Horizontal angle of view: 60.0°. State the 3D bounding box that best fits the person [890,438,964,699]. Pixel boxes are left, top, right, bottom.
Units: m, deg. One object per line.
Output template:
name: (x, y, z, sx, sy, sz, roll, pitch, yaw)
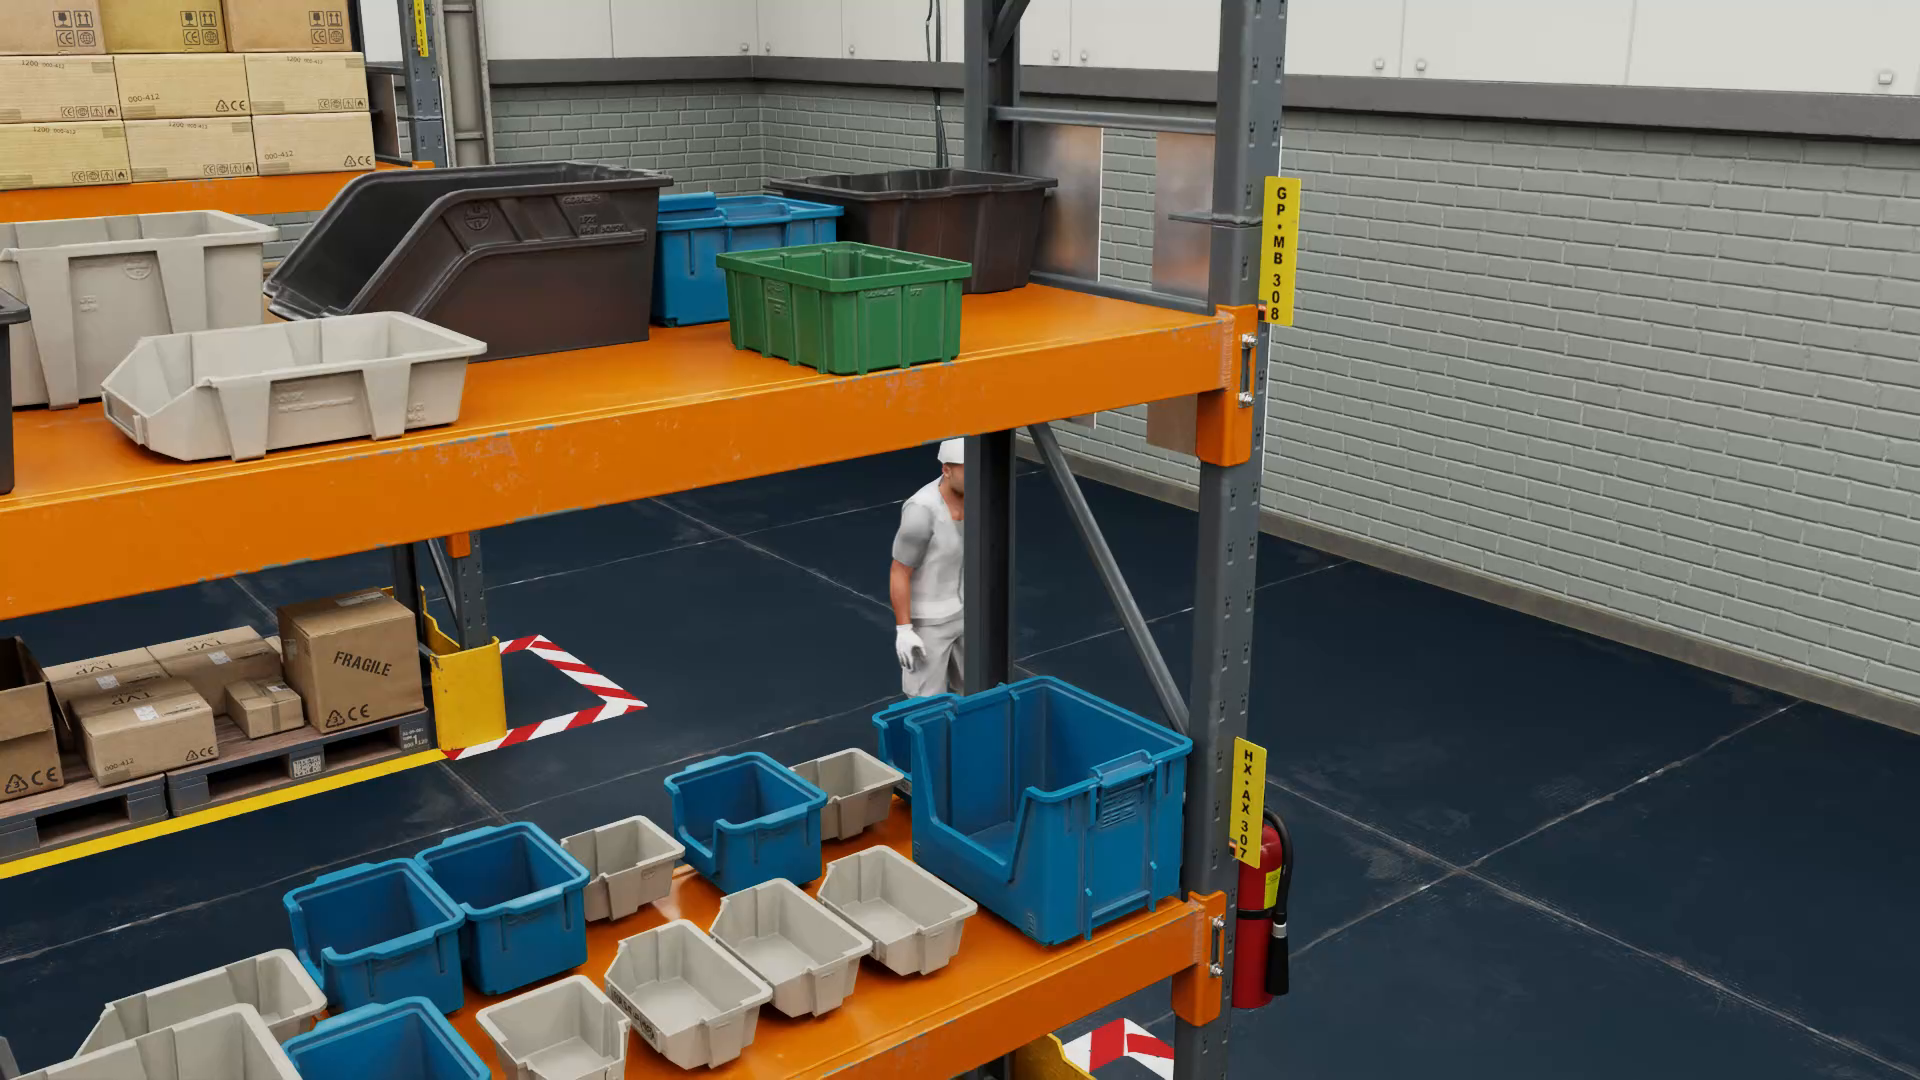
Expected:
person: (-0.039, 0.371, 7.348, 0.619, 1.779, 0.455, -14, 22, -37)
